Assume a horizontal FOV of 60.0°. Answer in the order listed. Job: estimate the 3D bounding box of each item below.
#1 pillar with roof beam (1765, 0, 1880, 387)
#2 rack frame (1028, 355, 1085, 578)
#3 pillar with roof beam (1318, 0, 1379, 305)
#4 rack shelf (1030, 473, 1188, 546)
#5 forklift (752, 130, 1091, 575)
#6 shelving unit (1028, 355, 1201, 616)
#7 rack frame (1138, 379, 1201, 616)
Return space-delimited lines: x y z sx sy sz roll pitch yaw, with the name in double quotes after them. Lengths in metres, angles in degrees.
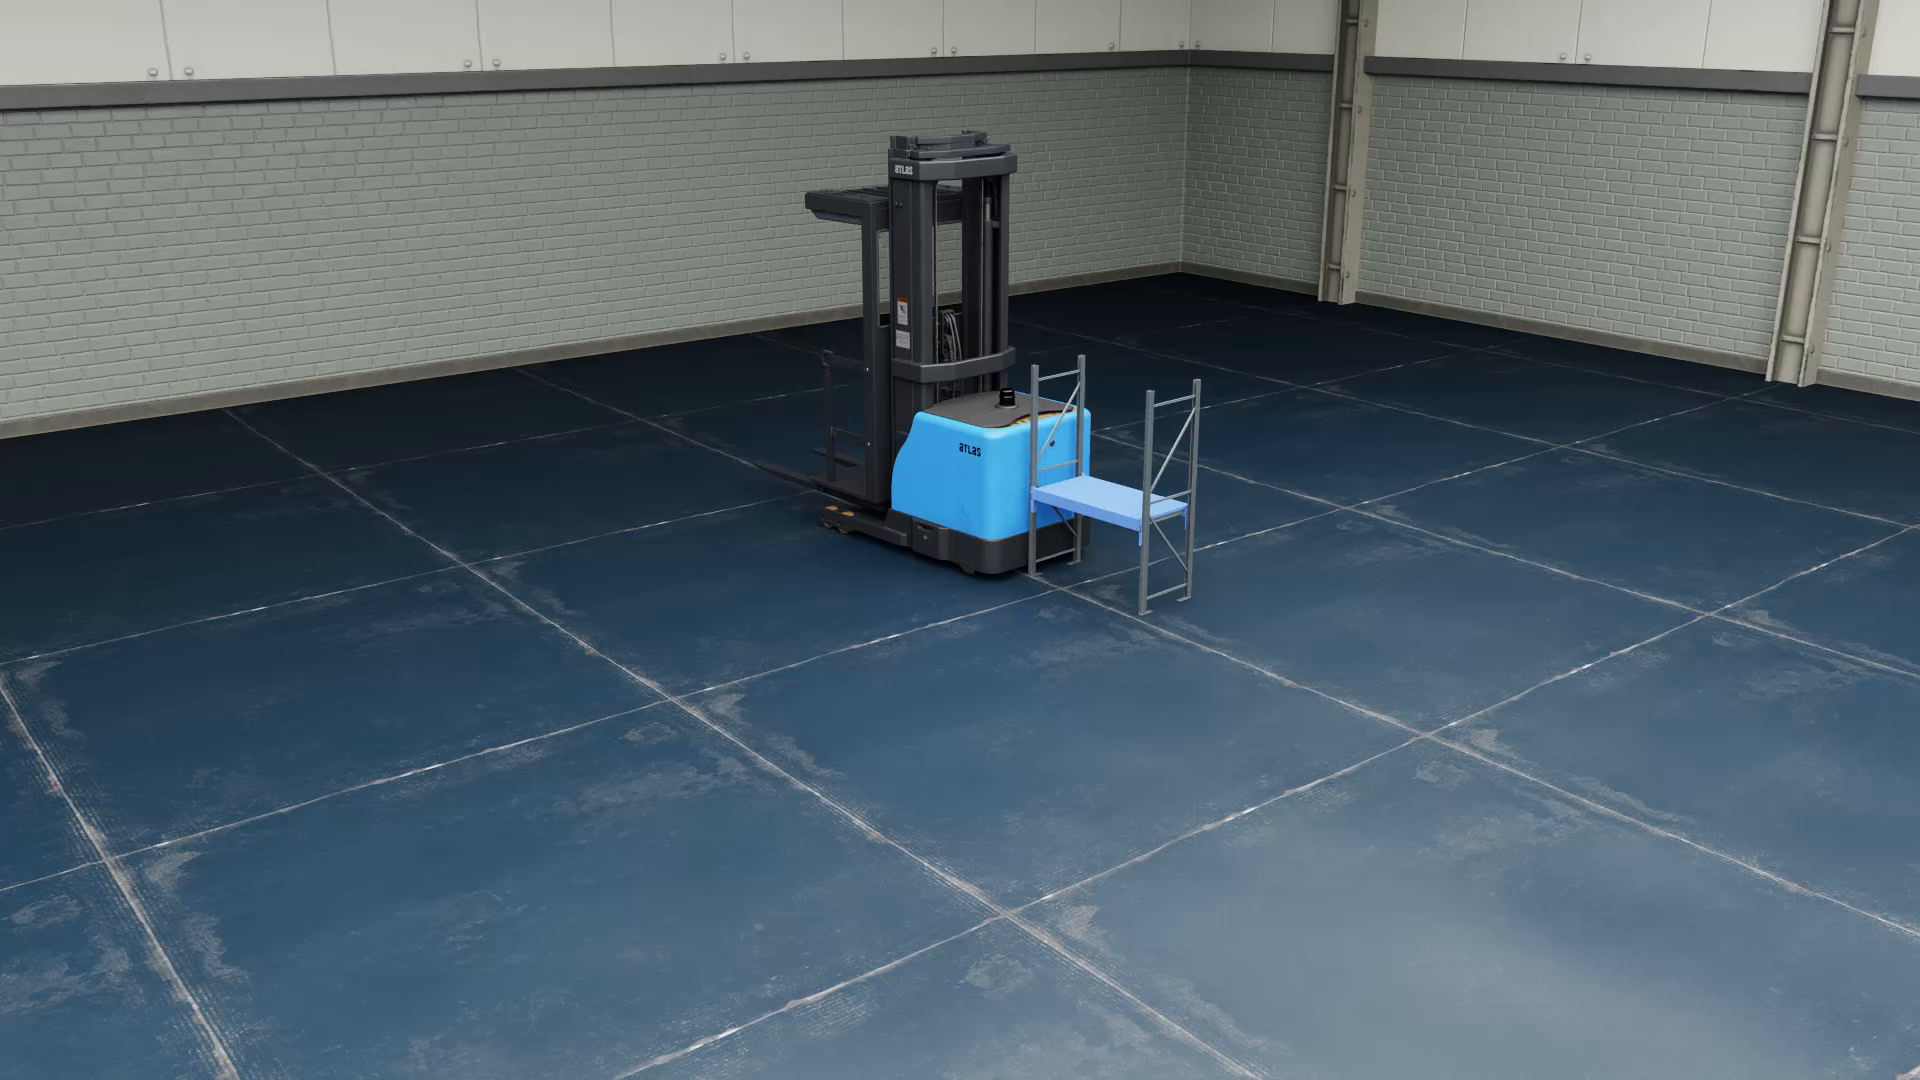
5.296 -5.085 13.404 9.100 9.000 0.400 -14 23 -36 "pillar with roof beam"
0.668 -0.505 11.503 0.500 1.500 0.032 -16 24 -40 "rack frame"
1.570 -6.564 17.869 9.100 9.000 0.400 -14 23 -36 "pillar with roof beam"
1.014 -0.218 11.206 0.538 0.185 1.000 -16 24 -40 "rack shelf"
-0.429 -1.537 12.341 1.130 2.935 3.031 -16 24 -40 "forklift"
1.014 -0.388 11.149 0.538 1.500 1.048 -16 24 -40 "shelving unit"
1.360 -0.271 10.796 0.500 1.500 0.032 -16 24 -40 "rack frame"
